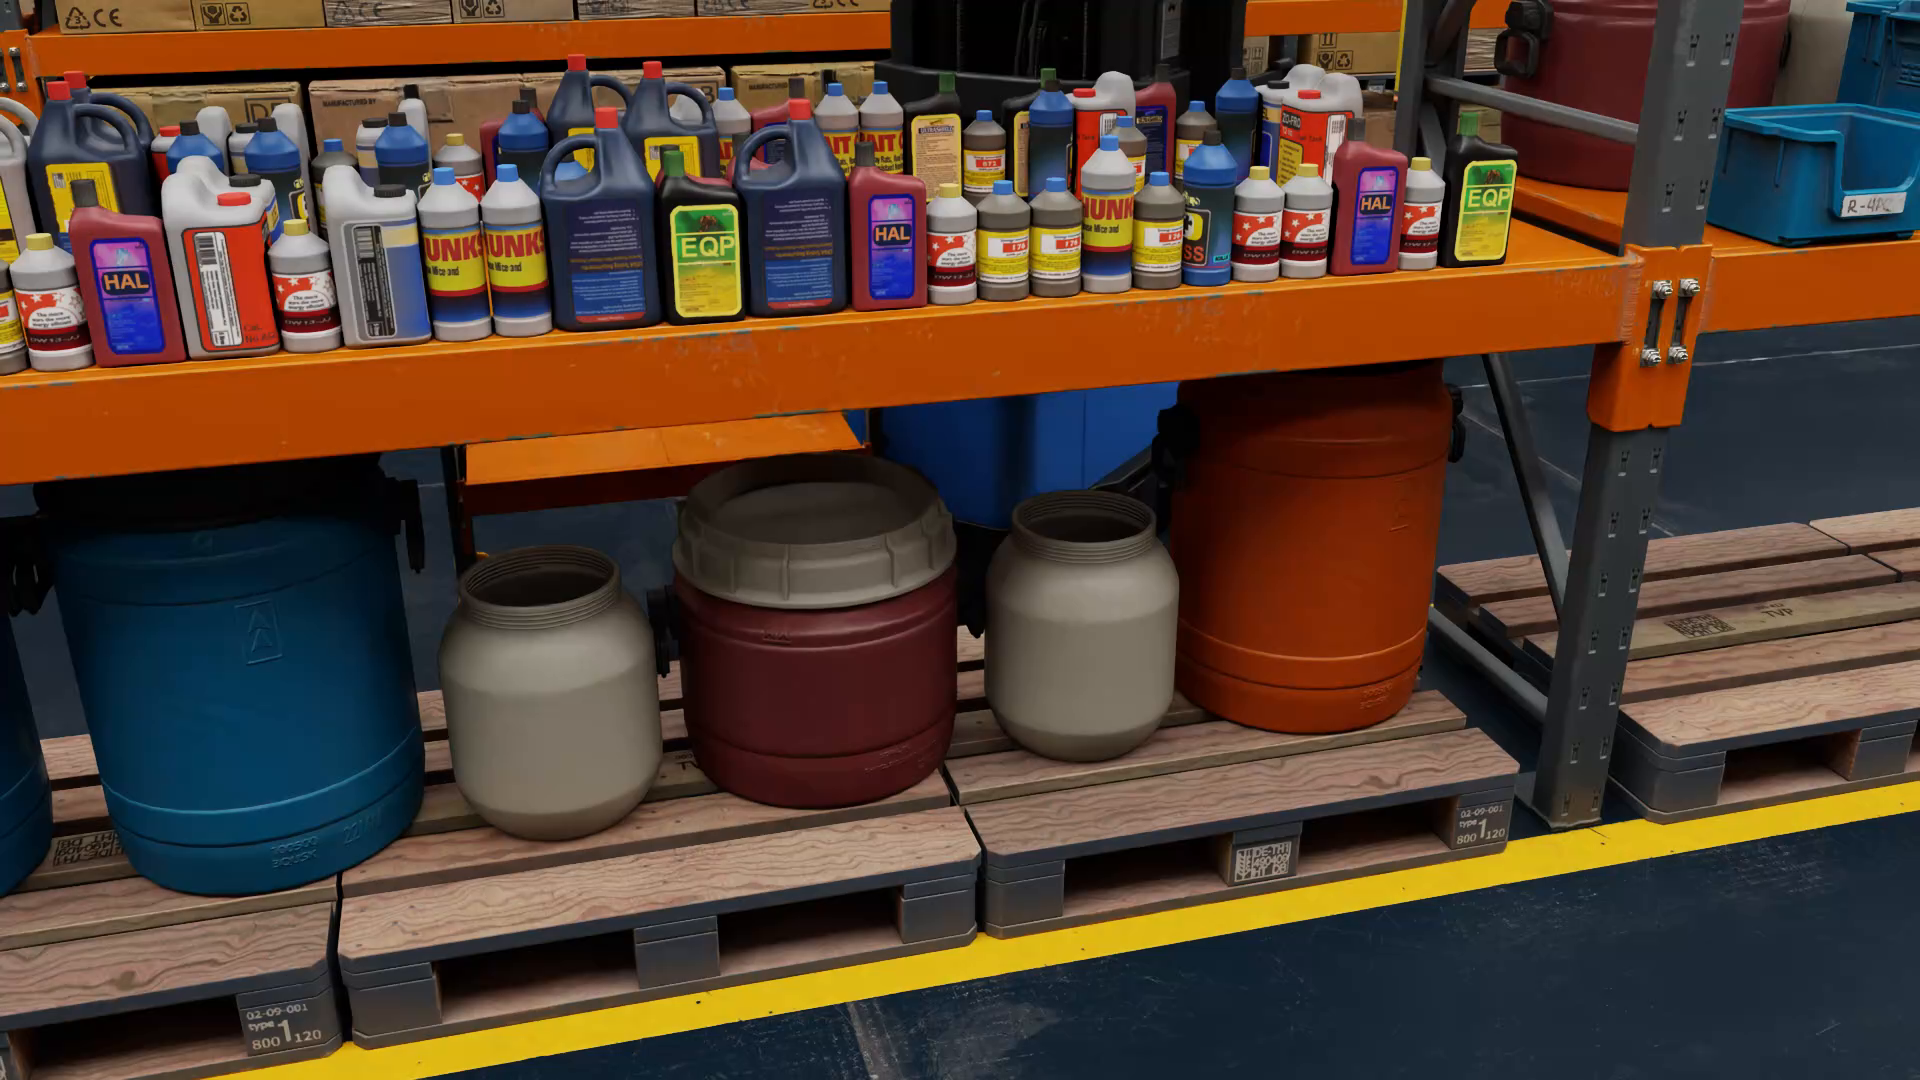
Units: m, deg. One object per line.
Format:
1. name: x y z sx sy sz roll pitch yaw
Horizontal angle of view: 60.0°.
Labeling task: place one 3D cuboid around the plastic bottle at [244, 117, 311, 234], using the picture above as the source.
1. plastic bottle: -1.291 -0.660 3.147 0.097 0.271 0.097 0 23 0

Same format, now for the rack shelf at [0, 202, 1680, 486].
1. rack shelf: -0.676 -0.375 3.233 4.000 0.370 1.077 -6 24 -14

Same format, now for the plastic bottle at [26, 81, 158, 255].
1. plastic bottle: -1.588 -0.657 3.040 0.185 0.351 0.144 -6 24 -14

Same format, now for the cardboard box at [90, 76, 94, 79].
1. cardboard box: -5.927 -3.215 11.267 0.250 0.149 0.380 -7 24 -15

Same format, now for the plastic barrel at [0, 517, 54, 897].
1. plastic barrel: -2.073 0.227 3.045 0.708 0.901 0.600 -6 24 -14

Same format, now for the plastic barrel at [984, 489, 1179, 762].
1. plastic barrel: 0.264 0.184 3.639 0.421 0.512 0.421 0 23 0

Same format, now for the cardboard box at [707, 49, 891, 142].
1. cardboard box: -0.758 -1.950 8.153 0.875 0.875 1.225 -7 24 -17

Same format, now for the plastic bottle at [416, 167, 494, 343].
1. plastic bottle: -0.819 -0.464 2.690 0.097 0.271 0.097 0 23 0

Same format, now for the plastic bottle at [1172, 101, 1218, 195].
1. plastic bottle: 0.533 -0.892 3.777 0.097 0.201 0.097 0 23 0

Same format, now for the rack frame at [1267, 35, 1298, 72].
1. rack frame: 2.521 -5.119 13.377 0.127 3.000 1.000 -6 24 -14

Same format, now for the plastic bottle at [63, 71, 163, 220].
1. plastic bottle: -1.627 -0.712 3.168 0.185 0.351 0.144 -6 24 -14

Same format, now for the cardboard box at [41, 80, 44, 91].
1. cardboard box: -6.178 -3.074 11.316 0.250 0.149 0.380 -6 24 -14

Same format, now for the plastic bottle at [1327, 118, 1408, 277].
1. plastic bottle: 0.753 -0.636 3.075 0.133 0.283 0.061 -6 24 -14

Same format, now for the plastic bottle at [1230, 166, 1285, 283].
1. plastic bottle: 0.544 -0.582 3.055 0.097 0.201 0.097 0 23 0

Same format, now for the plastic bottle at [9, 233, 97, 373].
1. plastic bottle: -1.394 -0.368 2.555 0.097 0.201 0.097 0 23 0

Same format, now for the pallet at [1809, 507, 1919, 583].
1. pallet: 3.179 0.166 4.595 1.213 0.211 1.003 -6 24 -14

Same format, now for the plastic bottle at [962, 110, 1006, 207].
1. plastic bottle: 0.053 -0.839 3.653 0.097 0.201 0.097 0 23 0

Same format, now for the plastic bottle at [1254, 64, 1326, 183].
1. plastic bottle: 0.746 -0.939 3.791 0.135 0.276 0.152 -6 24 -14

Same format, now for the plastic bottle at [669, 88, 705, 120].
1. plastic bottle: -0.589 -0.791 3.446 0.135 0.276 0.152 -6 24 -14

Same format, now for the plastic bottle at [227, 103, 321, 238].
1. plastic bottle: -1.342 -0.707 3.252 0.135 0.276 0.152 -6 24 -14

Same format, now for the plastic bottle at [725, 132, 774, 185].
1. plastic bottle: -0.342 -0.574 2.931 0.133 0.283 0.061 -6 24 -14

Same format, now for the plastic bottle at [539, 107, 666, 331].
1. plastic bottle: -0.596 -0.534 2.754 0.185 0.351 0.144 -6 24 -14

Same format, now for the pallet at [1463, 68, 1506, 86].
1. pallet: 4.451 -4.020 14.352 1.213 0.211 1.003 -6 24 -14

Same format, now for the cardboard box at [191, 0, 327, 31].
1. cardboard box: -2.945 -2.427 6.976 0.500 0.500 0.500 -6 24 -14

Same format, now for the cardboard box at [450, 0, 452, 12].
1. cardboard box: -2.583 -2.681 7.568 0.500 0.500 0.500 -7 24 -15

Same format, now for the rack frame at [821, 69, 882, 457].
1. rack frame: -0.275 -0.418 4.323 0.032 1.500 0.500 -6 24 -14

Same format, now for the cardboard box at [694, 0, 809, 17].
1. cardboard box: -0.978 -2.648 7.490 0.500 0.500 0.500 -7 24 -15

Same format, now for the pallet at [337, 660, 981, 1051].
1. pallet: -0.670 0.591 3.605 1.213 0.211 1.003 -6 24 -14

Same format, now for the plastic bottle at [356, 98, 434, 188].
1. plastic bottle: -1.119 -0.732 3.310 0.135 0.276 0.152 -6 24 -14

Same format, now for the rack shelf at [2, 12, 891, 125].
1. rack shelf: -2.014 -2.256 7.615 4.000 0.370 1.077 -6 24 -14

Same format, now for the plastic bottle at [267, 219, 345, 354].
1. plastic bottle: -1.042 -0.407 2.646 0.097 0.201 0.097 0 23 0

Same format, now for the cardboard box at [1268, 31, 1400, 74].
1. cardboard box: 3.145 -4.376 13.807 0.875 0.875 0.875 -6 24 -14

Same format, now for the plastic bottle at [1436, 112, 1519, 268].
1. plastic bottle: 0.976 -0.660 3.133 0.133 0.283 0.061 -6 24 -14

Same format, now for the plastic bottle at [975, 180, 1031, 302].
1. plastic bottle: 0.075 -0.530 2.934 0.097 0.201 0.097 0 23 0

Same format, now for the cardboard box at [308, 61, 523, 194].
1. cardboard box: -2.469 -1.761 7.712 0.875 0.875 1.225 -7 24 -16

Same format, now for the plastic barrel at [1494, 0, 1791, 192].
1. plastic barrel: 1.615 -1.146 3.944 0.708 0.536 0.600 -6 24 -14

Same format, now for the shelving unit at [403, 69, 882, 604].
1. shelving unit: -0.774 -0.364 4.197 1.083 1.500 0.587 -6 24 -14

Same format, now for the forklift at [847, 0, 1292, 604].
1. forklift: 0.503 -1.688 5.468 1.130 2.935 3.031 13 27 28

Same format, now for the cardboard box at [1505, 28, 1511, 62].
1. cardboard box: 4.890 -4.570 14.259 0.875 0.875 0.875 -7 24 -15

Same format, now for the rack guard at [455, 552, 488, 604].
1. rack guard: -1.255 0.262 4.322 0.087 0.250 0.587 -6 24 -14

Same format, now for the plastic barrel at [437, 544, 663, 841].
1. plastic barrel: -0.824 0.304 3.359 0.421 0.512 0.421 0 23 0

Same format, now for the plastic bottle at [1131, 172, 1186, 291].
1. plastic bottle: 0.356 -0.561 3.006 0.097 0.201 0.097 0 23 0

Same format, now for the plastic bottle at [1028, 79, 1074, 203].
1. plastic bottle: 0.198 -0.862 3.618 0.097 0.271 0.097 0 23 0

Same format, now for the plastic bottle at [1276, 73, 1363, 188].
1. plastic bottle: 0.787 -0.881 3.656 0.135 0.276 0.152 -6 24 -14

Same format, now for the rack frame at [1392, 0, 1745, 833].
1. rack frame: 1.250 -0.919 3.587 0.127 3.000 1.000 -6 24 -14

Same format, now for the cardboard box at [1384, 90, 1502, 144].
1. cardboard box: 2.702 -2.178 9.134 0.500 0.500 0.700 -6 24 -15

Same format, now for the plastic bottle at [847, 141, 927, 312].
1. plastic bottle: -0.125 -0.538 2.849 0.133 0.283 0.061 -6 24 -14

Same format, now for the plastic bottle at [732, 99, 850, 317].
1. plastic bottle: -0.289 -0.568 2.833 0.185 0.351 0.144 -6 24 -14

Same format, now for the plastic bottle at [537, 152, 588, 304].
1. plastic bottle: -0.671 -0.539 2.866 0.097 0.271 0.097 0 23 0

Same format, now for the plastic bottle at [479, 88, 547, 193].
1. plastic bottle: -0.909 -0.778 3.406 0.133 0.283 0.061 -6 24 -14

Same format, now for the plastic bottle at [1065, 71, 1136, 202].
1. plastic bottle: 0.300 -0.889 3.676 0.135 0.276 0.152 -6 24 -14

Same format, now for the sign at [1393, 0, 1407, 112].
1. sign: 1.094 -1.202 4.040 0.005 0.325 0.100 -6 24 -14

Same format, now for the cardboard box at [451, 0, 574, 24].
1. cardboard box: -1.967 -2.537 7.233 0.500 0.500 0.500 -6 24 -13

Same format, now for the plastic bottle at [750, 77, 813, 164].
1. plastic bottle: -0.379 -0.836 3.543 0.133 0.283 0.061 -6 24 -14

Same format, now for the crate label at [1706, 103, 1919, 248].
1. crate label: 1.757 -0.745 3.393 0.416 0.233 0.303 -6 24 -14

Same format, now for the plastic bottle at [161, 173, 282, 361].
1. plastic bottle: -1.161 -0.439 2.627 0.135 0.276 0.152 -6 24 -14

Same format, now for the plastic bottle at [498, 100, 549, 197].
1. plastic bottle: -0.870 -0.744 3.343 0.097 0.271 0.097 0 23 0

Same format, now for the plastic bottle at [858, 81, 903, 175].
1. plastic bottle: -0.169 -0.846 3.582 0.097 0.271 0.097 0 23 0
